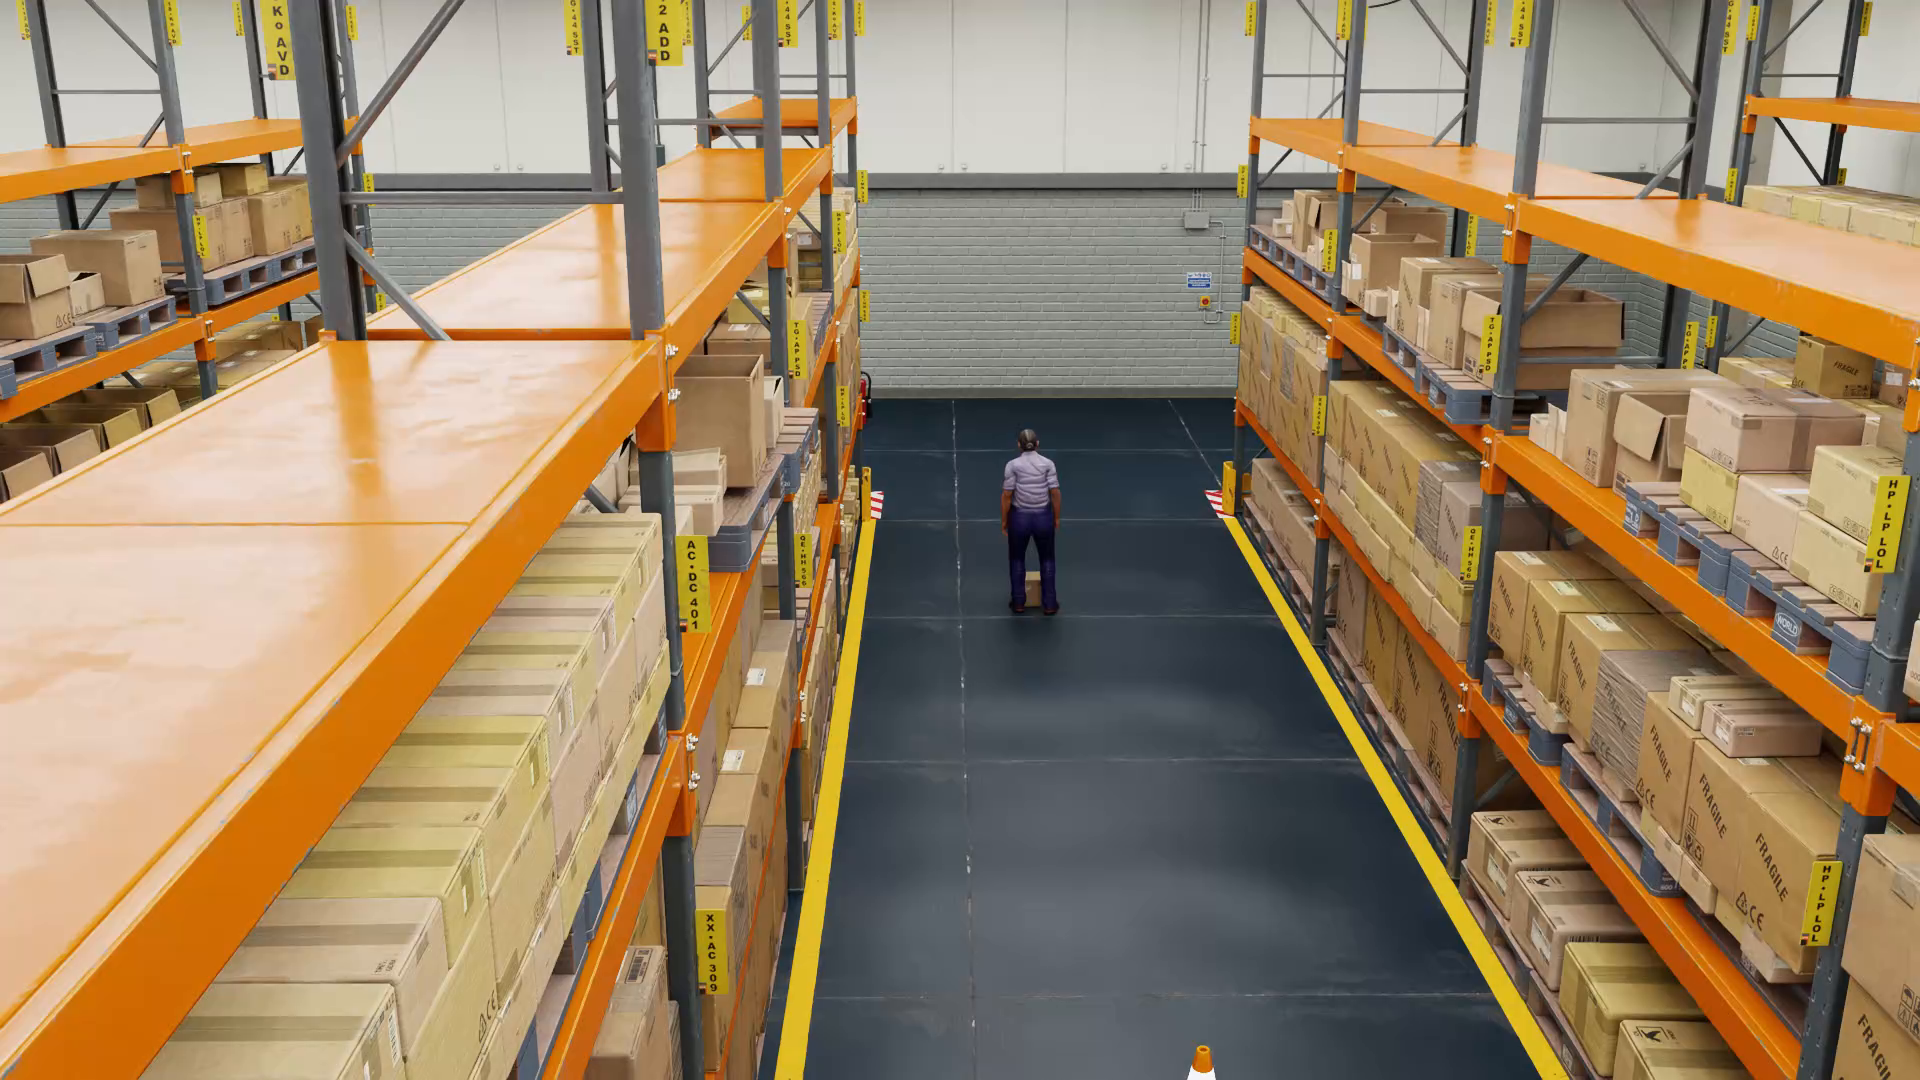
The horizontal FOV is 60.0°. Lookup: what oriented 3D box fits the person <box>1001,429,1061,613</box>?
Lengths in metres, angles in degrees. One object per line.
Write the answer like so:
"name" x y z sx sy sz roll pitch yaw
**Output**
"person" 0.627 -0.163 14.609 0.551 1.650 0.425 -1 17 -3
